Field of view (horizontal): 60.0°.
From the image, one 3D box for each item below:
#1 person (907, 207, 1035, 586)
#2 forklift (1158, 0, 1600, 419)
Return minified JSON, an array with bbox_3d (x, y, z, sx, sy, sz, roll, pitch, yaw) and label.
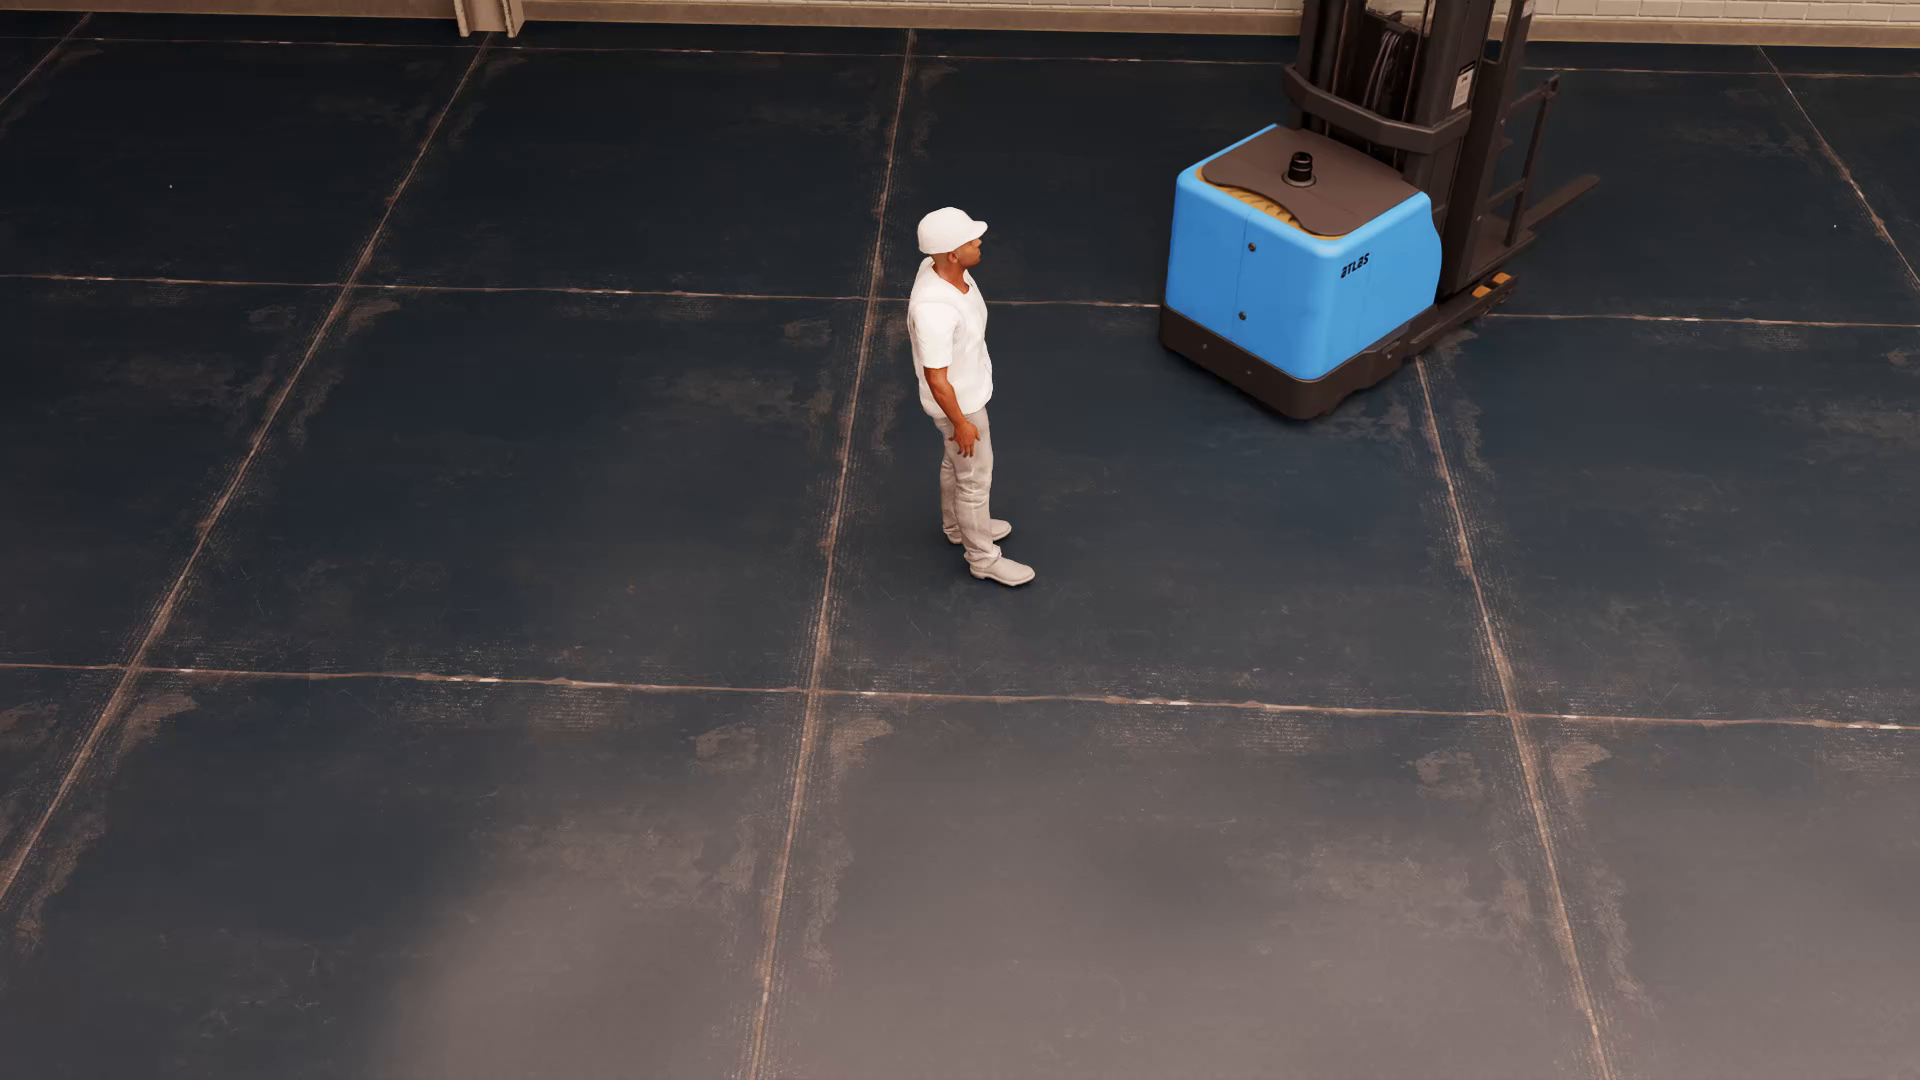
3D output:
[{"bbox_3d":[0.070,-0.652,7.310,0.574,1.769,0.665,2,42,2],"label":"person"},{"bbox_3d":[2.499,-2.565,8.552,3.031,2.935,1.130,-32,51,-30],"label":"forklift"}]
